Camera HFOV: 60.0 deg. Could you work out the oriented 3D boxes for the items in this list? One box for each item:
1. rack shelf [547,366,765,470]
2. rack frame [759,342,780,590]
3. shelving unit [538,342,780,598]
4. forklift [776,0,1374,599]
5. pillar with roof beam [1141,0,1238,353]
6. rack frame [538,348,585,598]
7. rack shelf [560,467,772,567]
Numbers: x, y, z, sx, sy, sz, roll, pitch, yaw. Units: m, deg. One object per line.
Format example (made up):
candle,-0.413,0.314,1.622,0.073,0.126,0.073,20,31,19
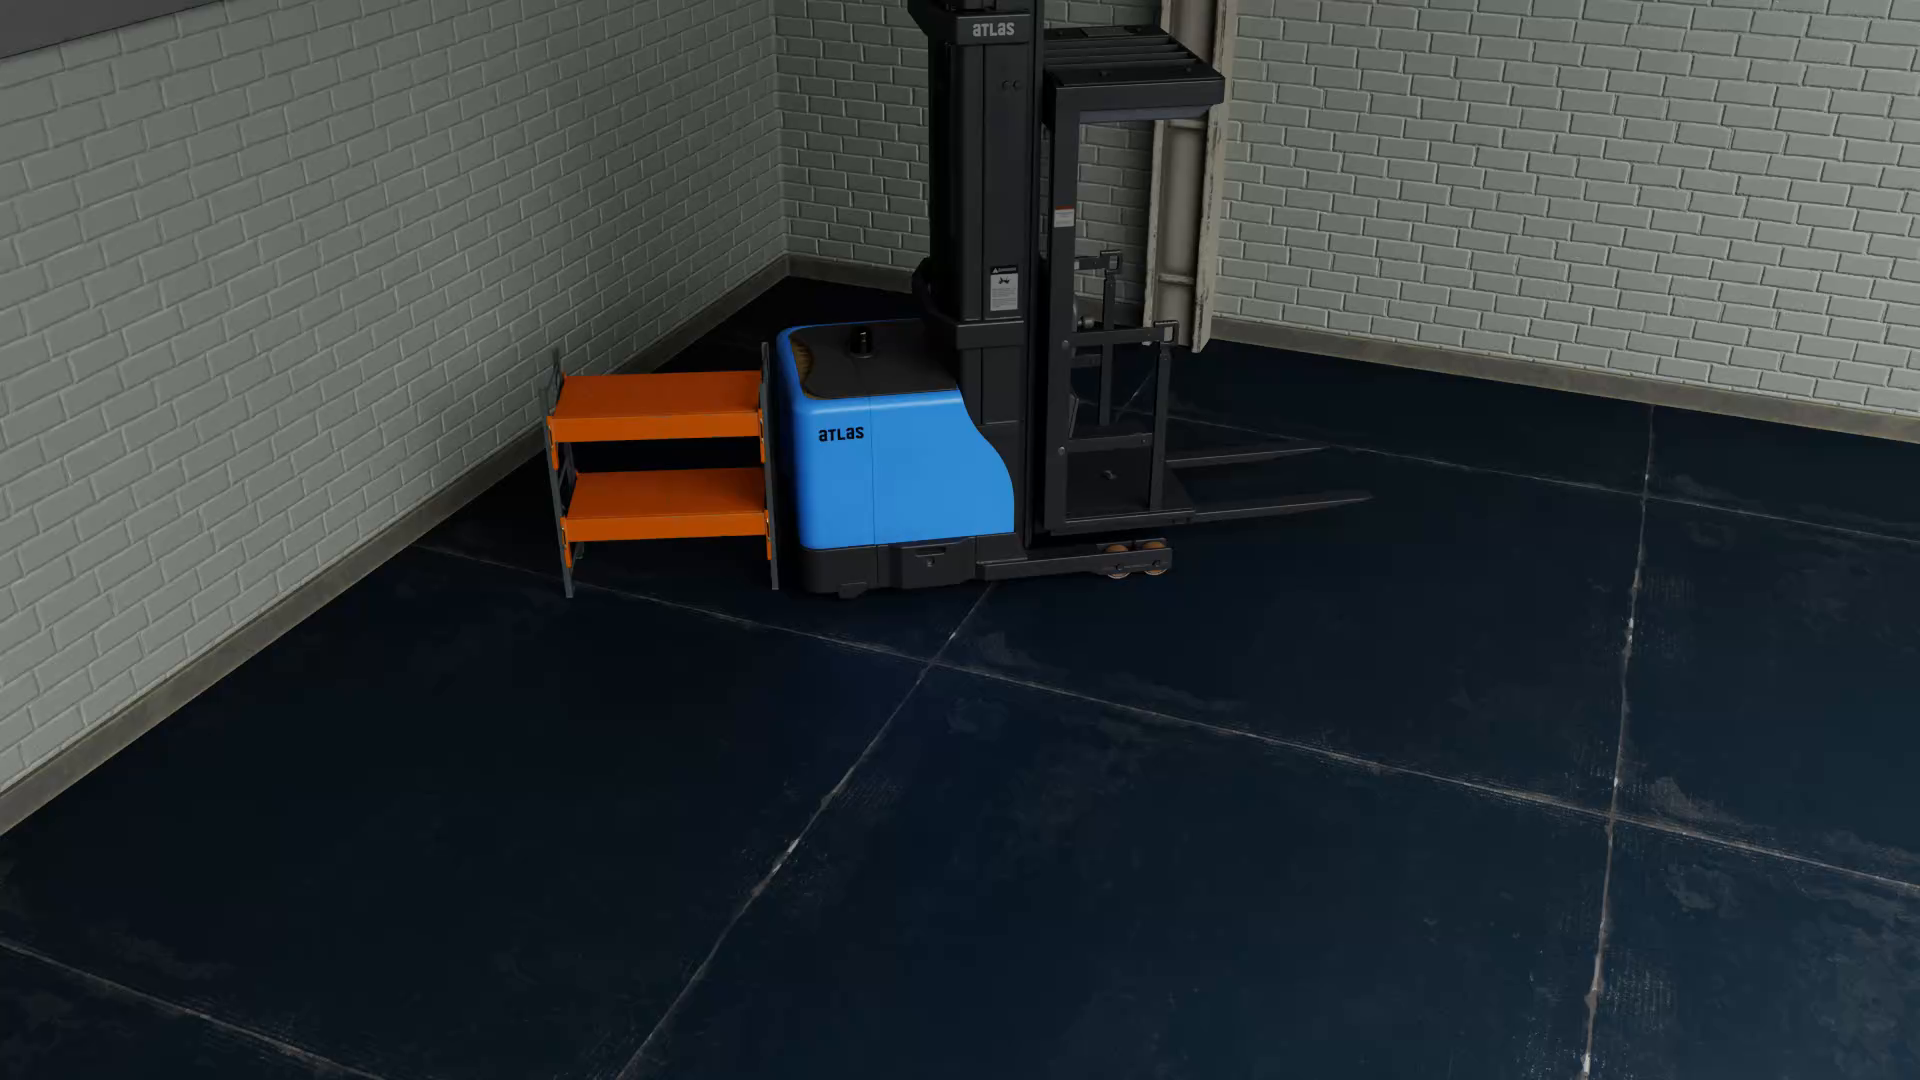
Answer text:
rack shelf,-1.448,-0.599,8.072,1.000,0.278,0.538,-2,30,-4
rack frame,-0.941,-0.363,8.249,0.032,1.125,0.500,-2,30,-4
shelving unit,-1.448,-0.344,8.216,1.048,1.125,0.538,-2,30,-4
forklift,0.617,-1.332,8.128,3.031,2.935,1.130,-5,30,-9
pillar with roof beam,-0.174,-3.290,5.426,0.400,9.000,9.100,11,31,19
rack frame,-1.955,-0.325,8.182,0.032,1.125,0.500,-2,30,-4
rack shelf,-1.448,-0.131,8.336,1.000,0.278,0.538,-2,30,-4
